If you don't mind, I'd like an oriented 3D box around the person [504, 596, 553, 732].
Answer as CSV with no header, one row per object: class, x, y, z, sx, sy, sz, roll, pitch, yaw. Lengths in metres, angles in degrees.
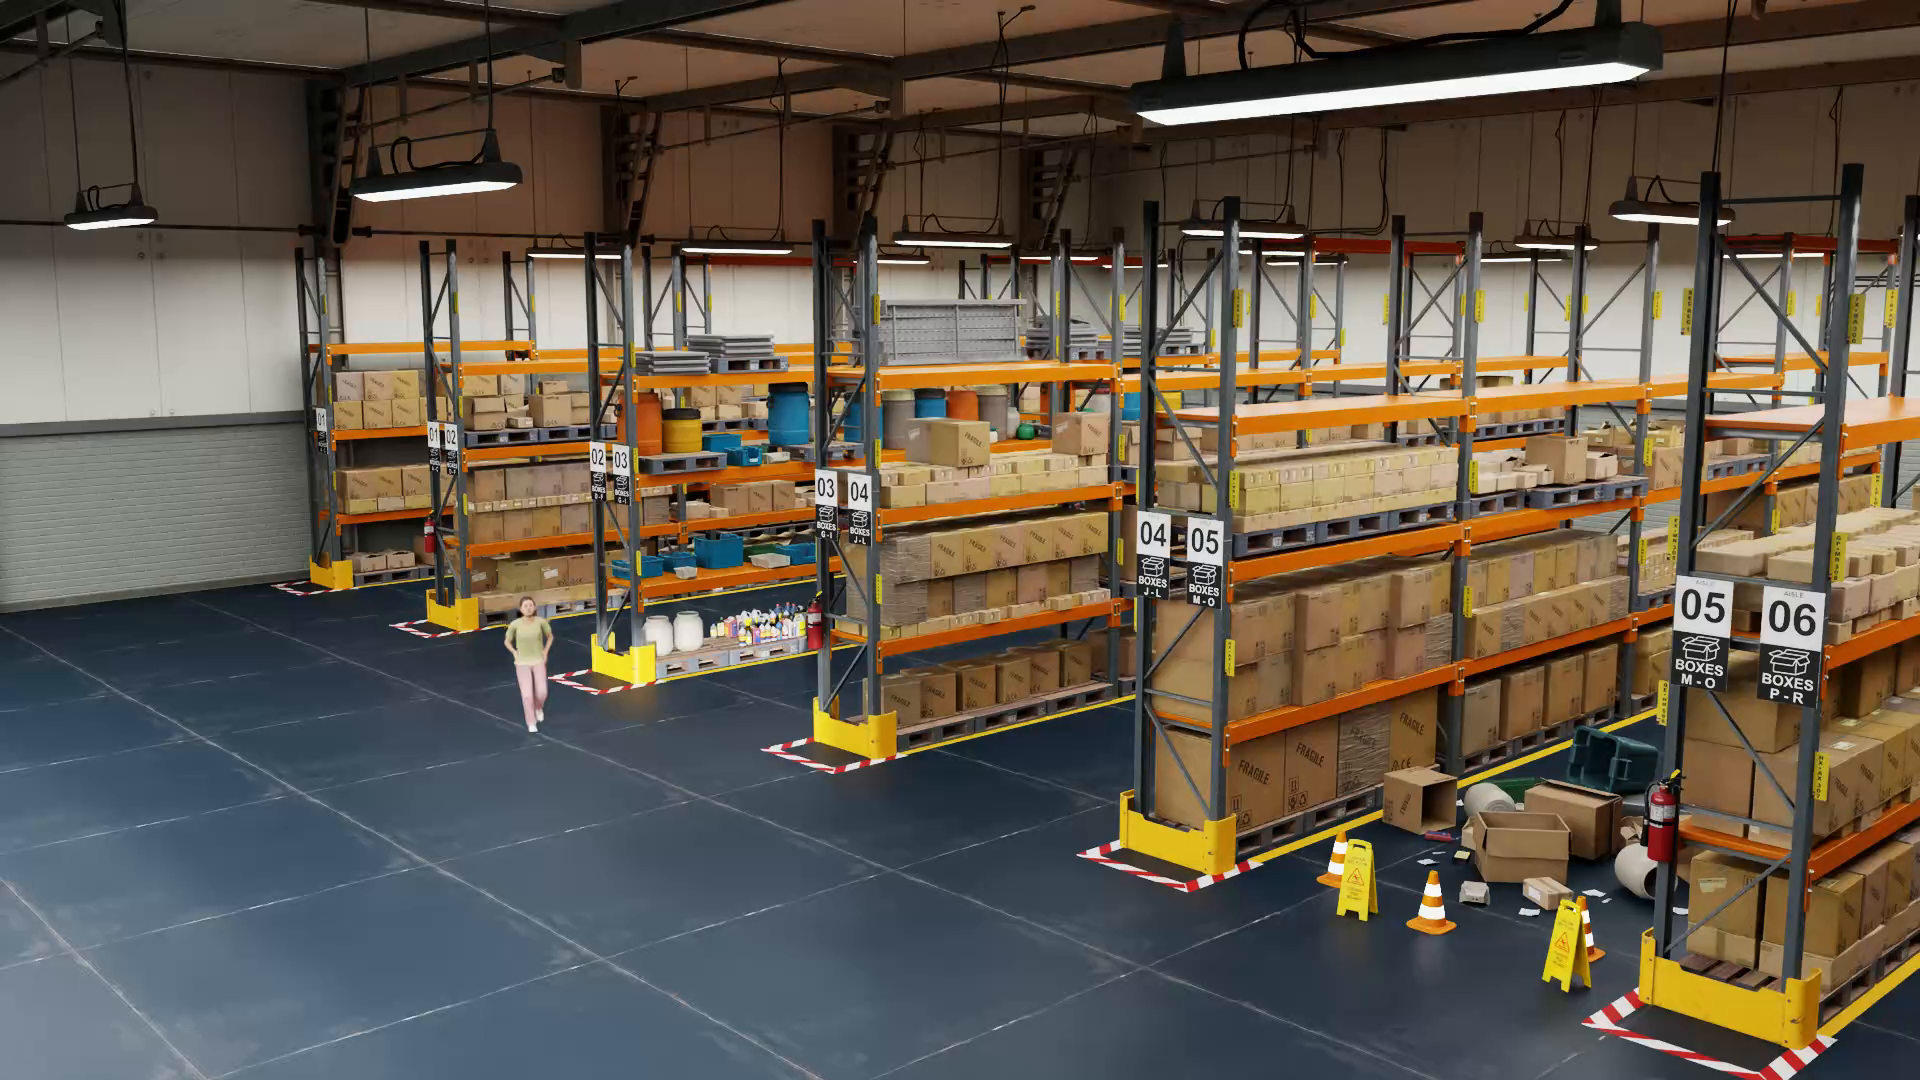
person,-5.121,1.469,19.806,0.574,1.621,0.563,-3,9,-18
